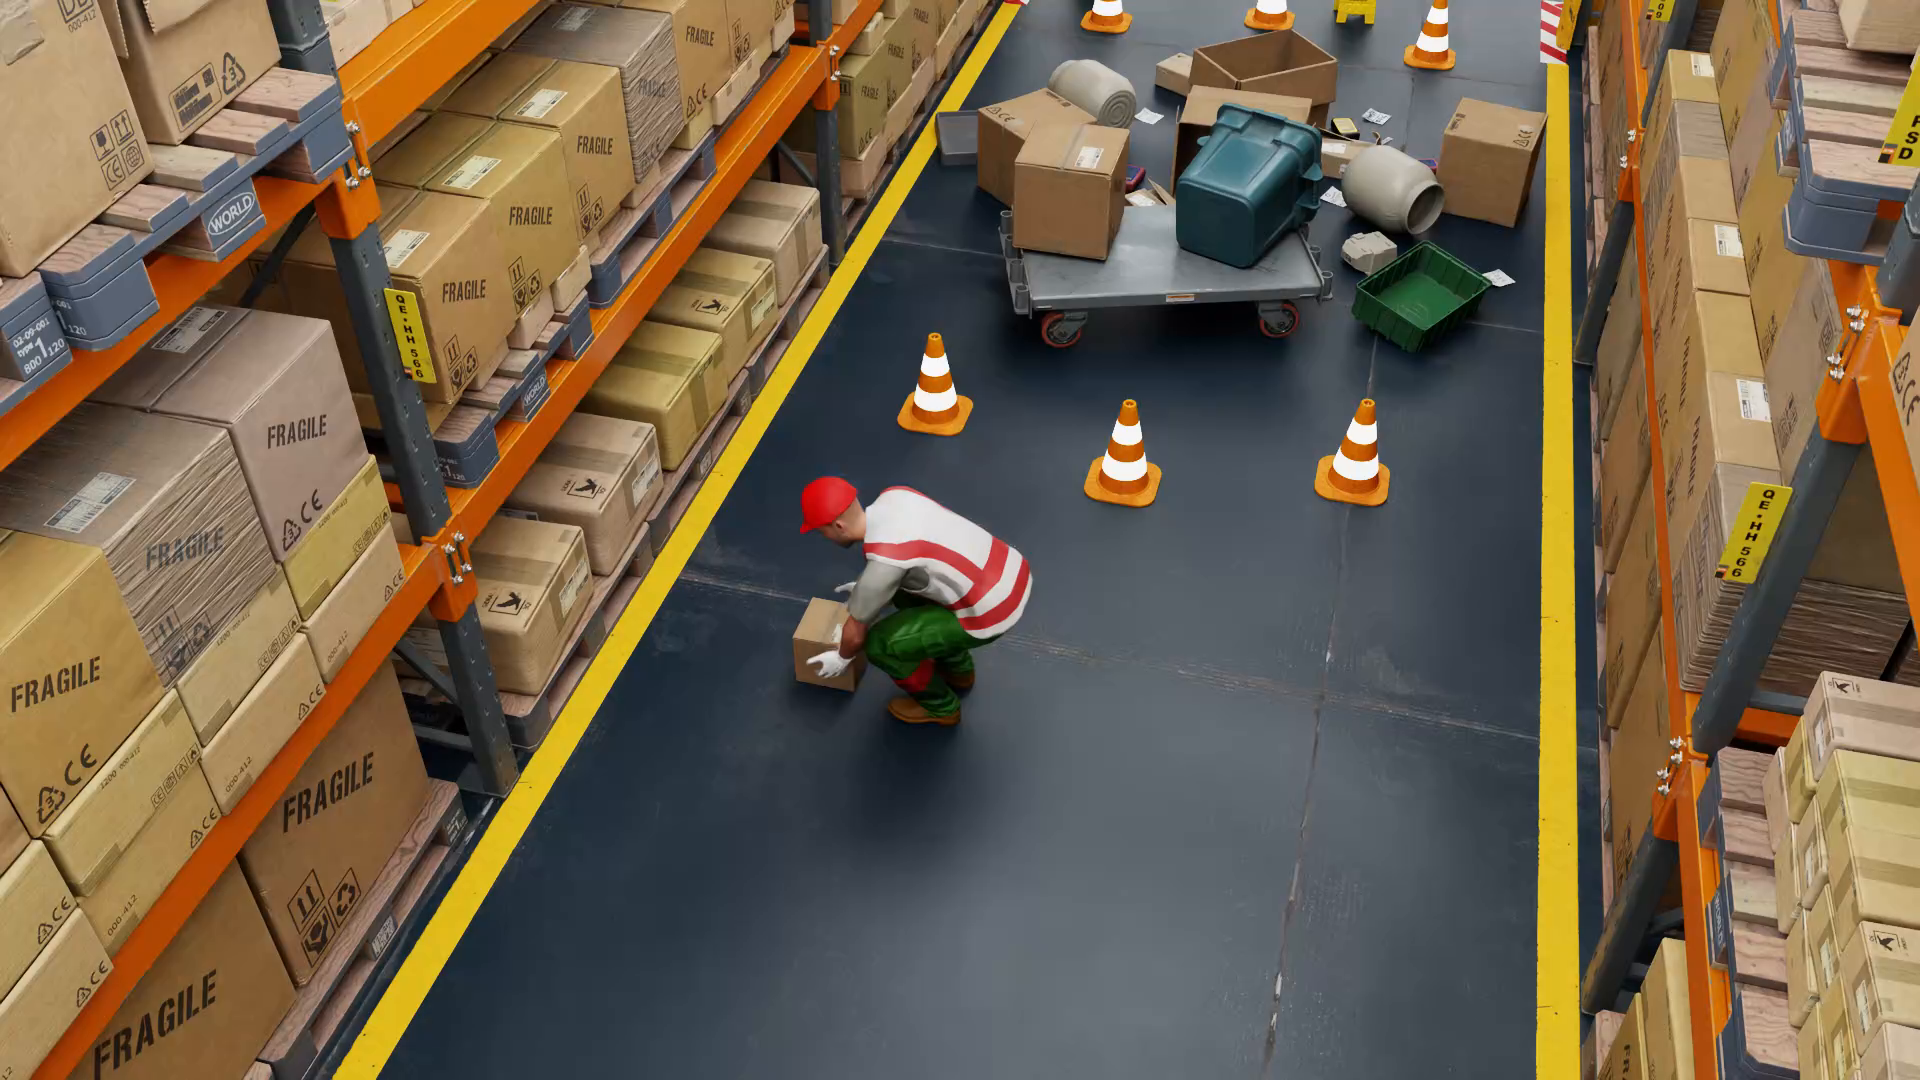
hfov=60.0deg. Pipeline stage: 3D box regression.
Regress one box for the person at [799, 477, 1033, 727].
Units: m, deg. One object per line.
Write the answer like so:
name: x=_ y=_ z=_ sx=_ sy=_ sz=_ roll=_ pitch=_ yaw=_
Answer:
person: x=-0.170 y=0.236 z=6.403 sx=0.866 sy=1.090 sz=0.571 roll=10 pitch=42 yaw=11
